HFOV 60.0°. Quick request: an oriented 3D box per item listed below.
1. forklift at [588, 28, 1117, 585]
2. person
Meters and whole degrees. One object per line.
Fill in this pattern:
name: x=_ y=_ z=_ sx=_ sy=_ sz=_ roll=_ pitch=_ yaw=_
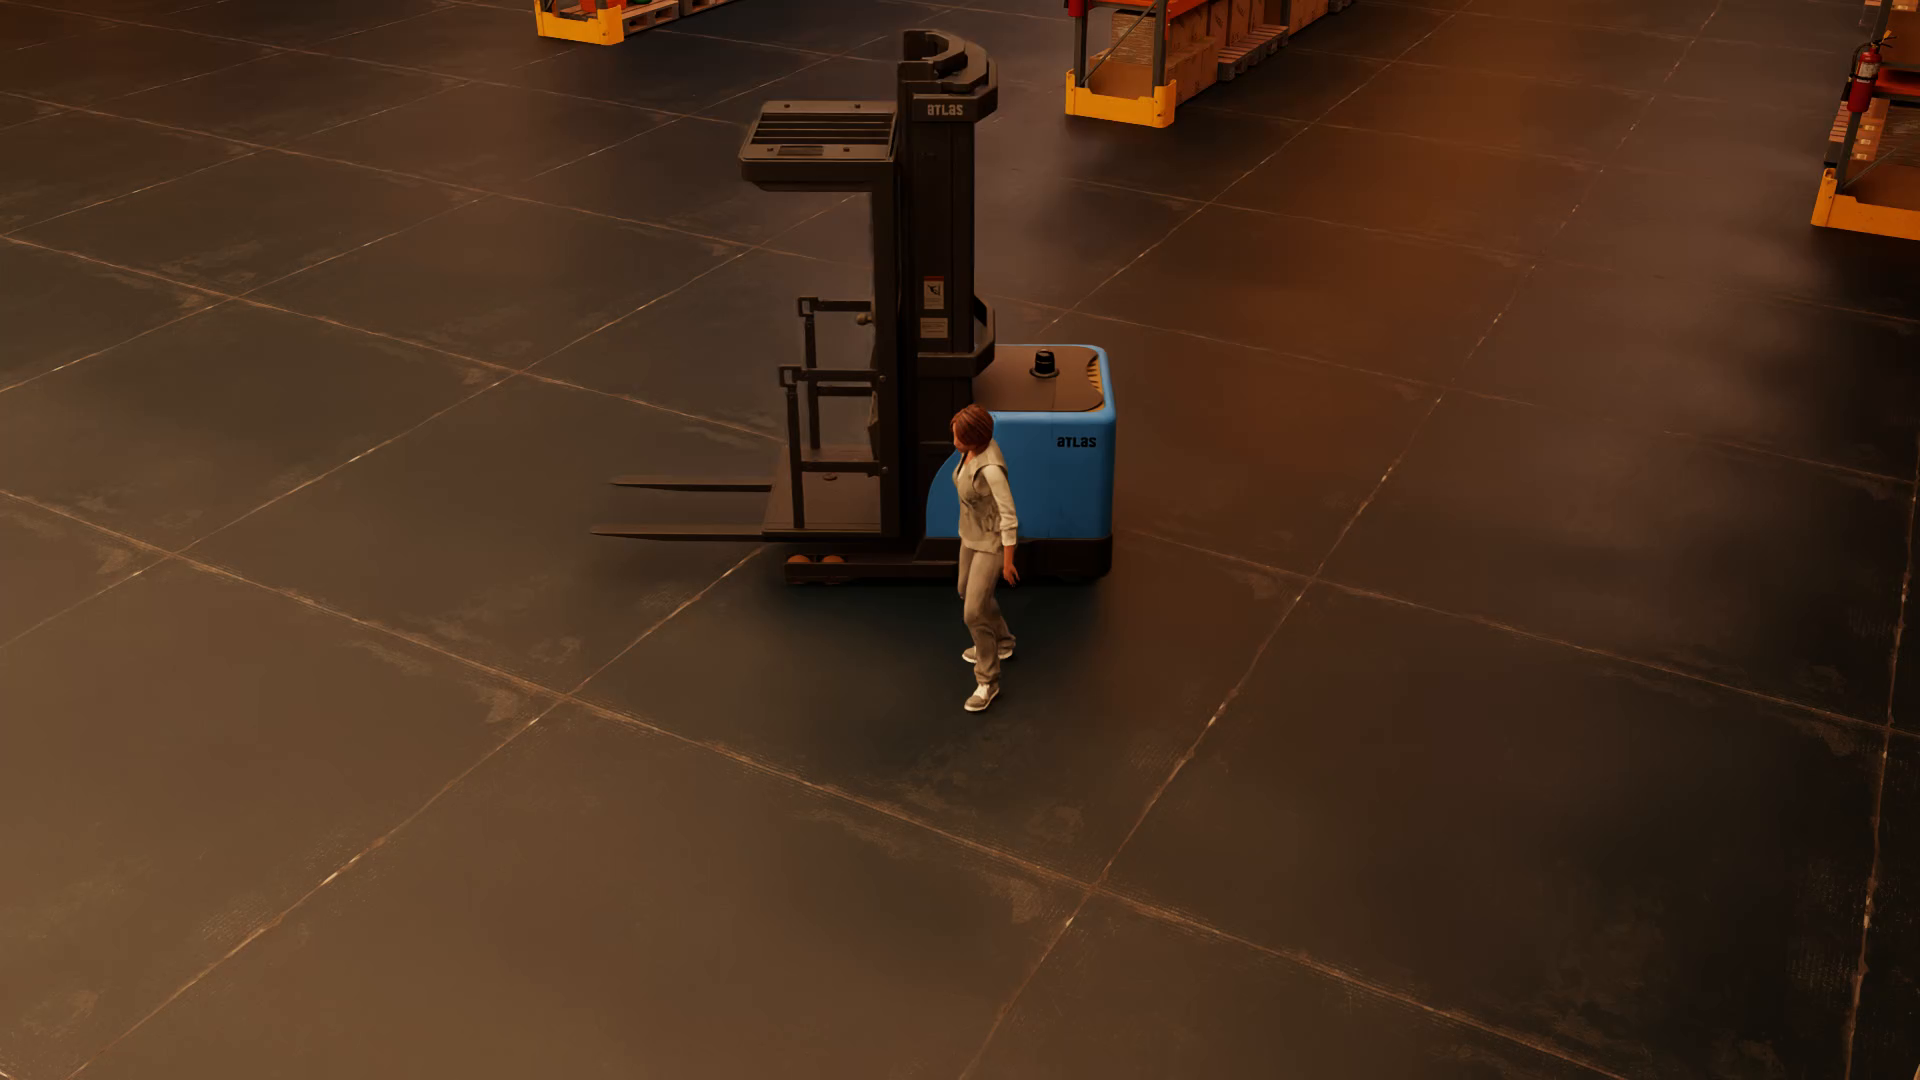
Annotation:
forklift: x=-0.635 y=-1.275 z=9.280 sx=3.031 sy=2.935 sz=1.130 roll=0 pitch=30 yaw=1
person: x=0.130 y=0.024 z=8.411 sx=0.397 sy=1.563 sz=0.725 roll=-8 pitch=31 yaw=-13
